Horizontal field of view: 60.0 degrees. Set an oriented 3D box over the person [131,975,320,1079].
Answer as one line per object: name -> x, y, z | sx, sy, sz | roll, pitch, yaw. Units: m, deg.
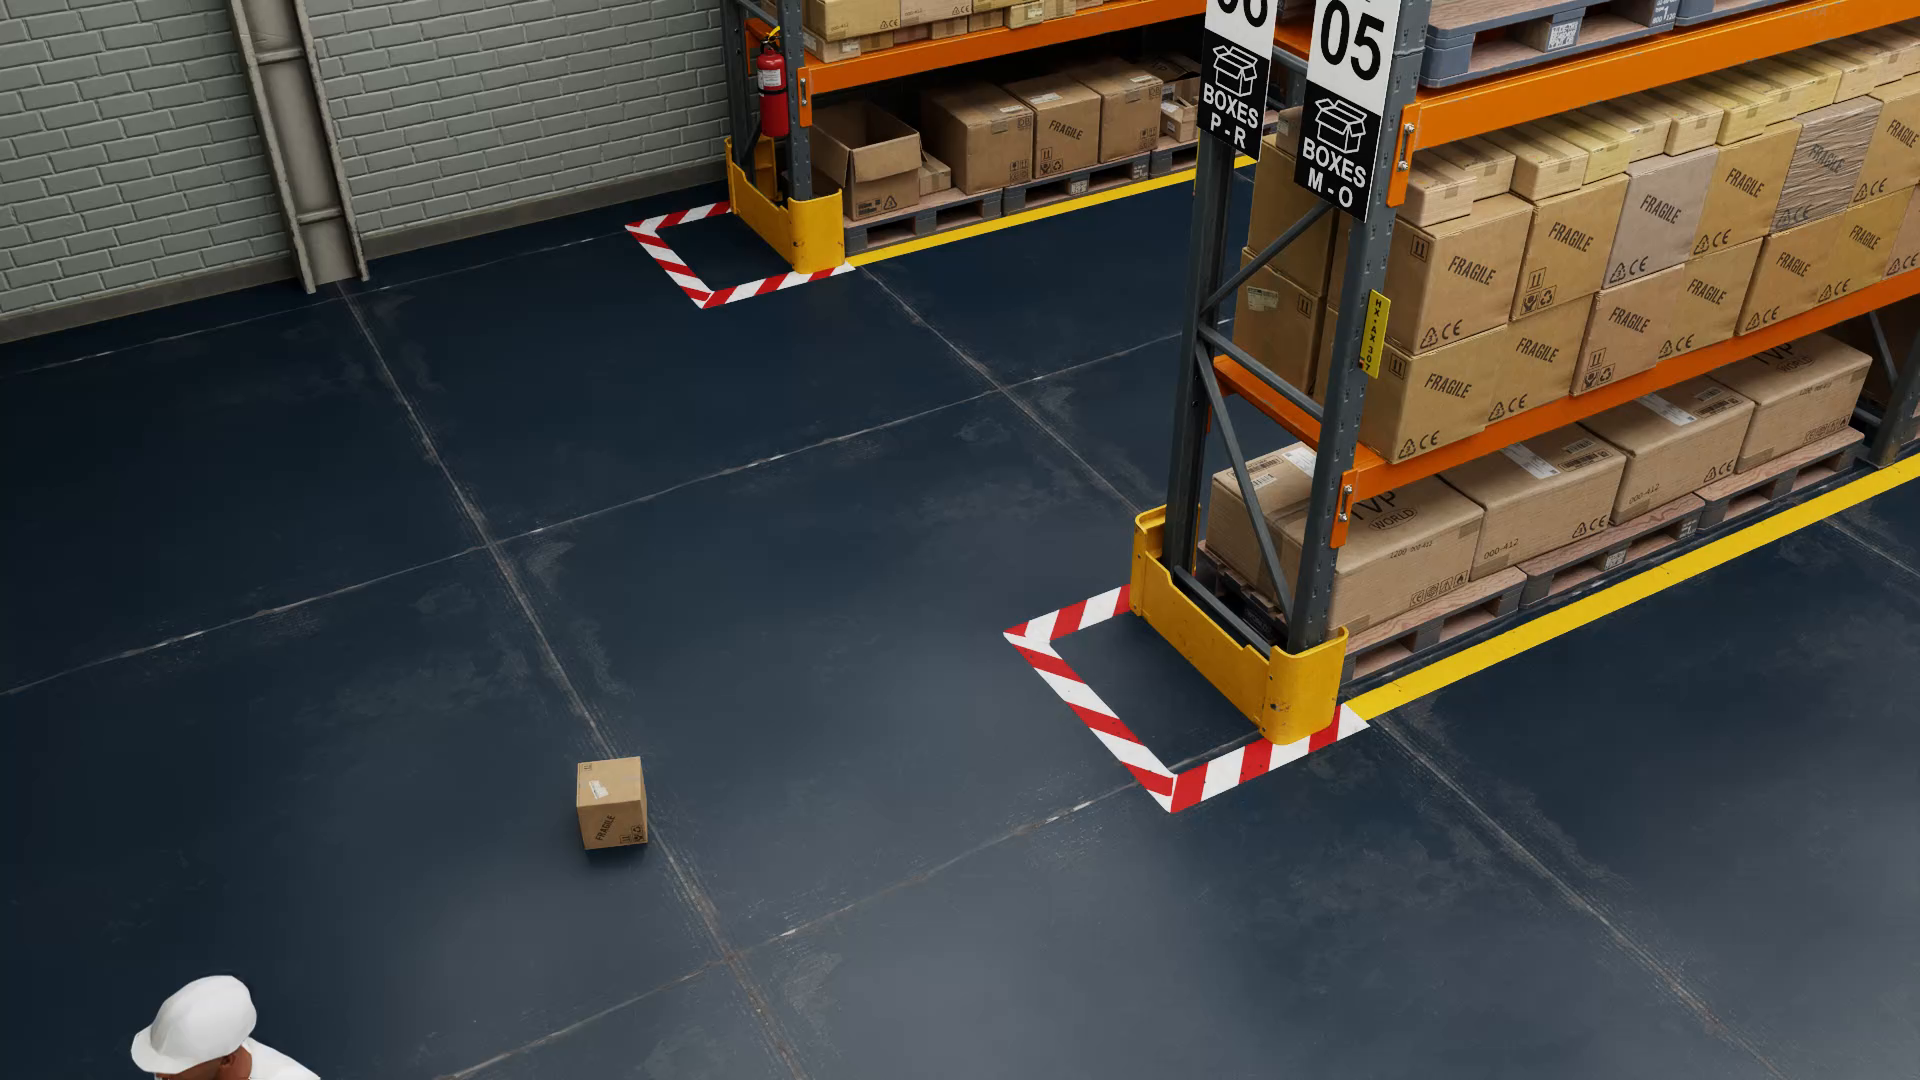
person -> -1.901, 1.873, 4.360 | 0.571, 1.720, 0.908 | 14, 39, 18
